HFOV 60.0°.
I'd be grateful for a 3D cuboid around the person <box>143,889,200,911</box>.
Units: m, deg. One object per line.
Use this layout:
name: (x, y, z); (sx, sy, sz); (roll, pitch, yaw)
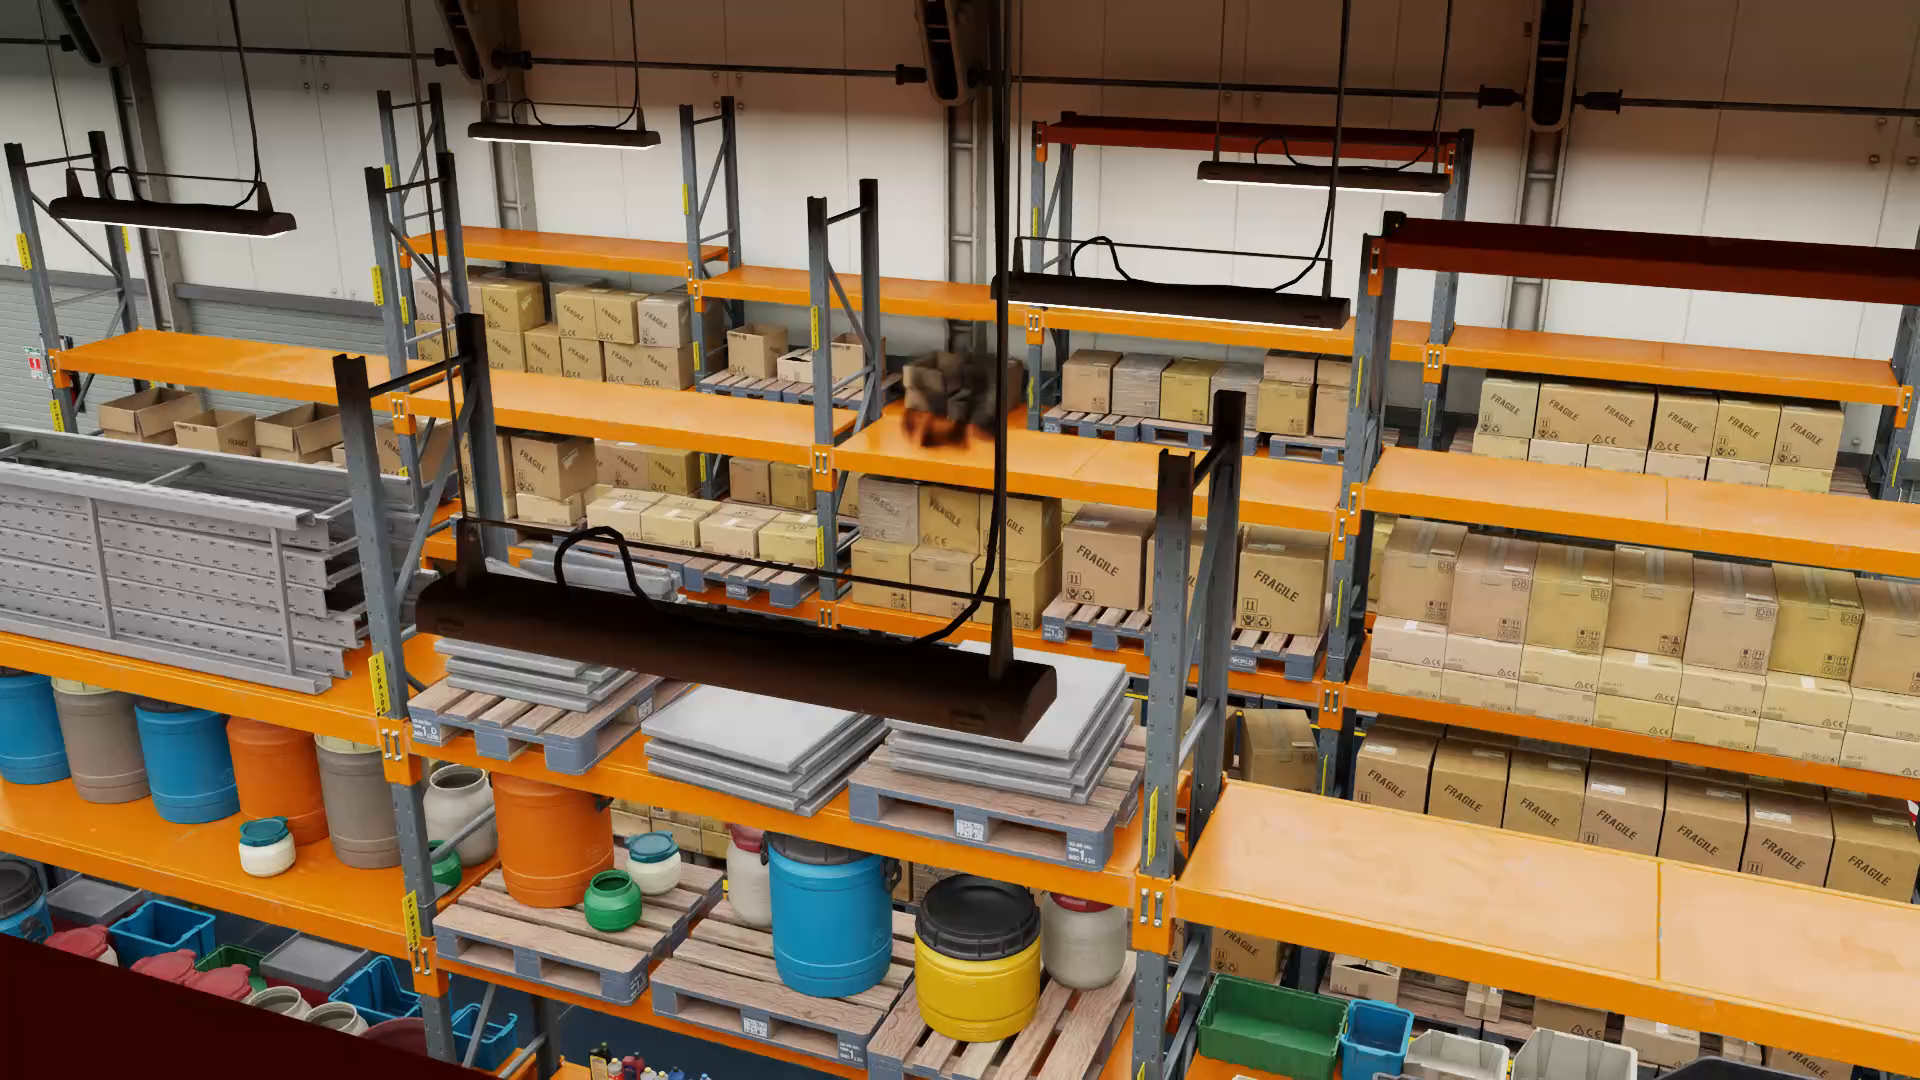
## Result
person: (-6.582, 2.462, 13.512); (0.573, 1.725, 0.682); (3, 21, 9)
